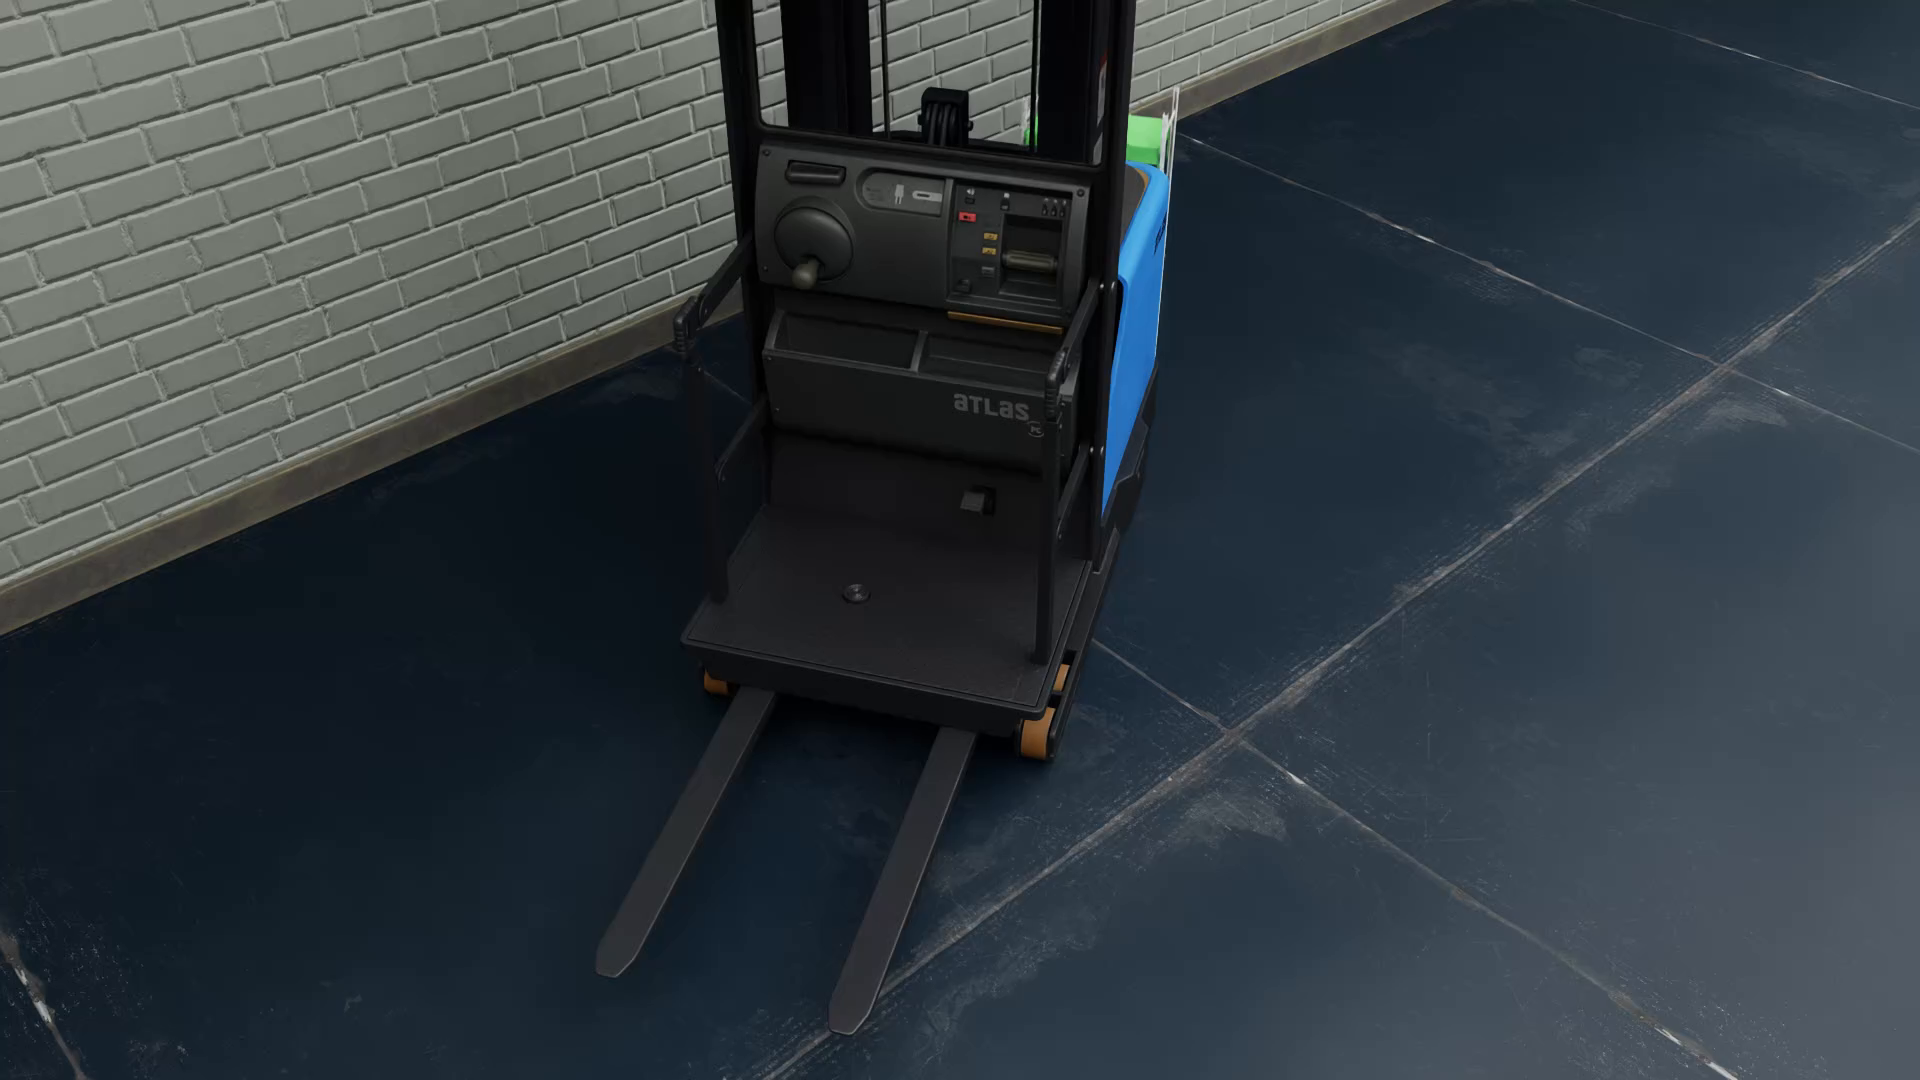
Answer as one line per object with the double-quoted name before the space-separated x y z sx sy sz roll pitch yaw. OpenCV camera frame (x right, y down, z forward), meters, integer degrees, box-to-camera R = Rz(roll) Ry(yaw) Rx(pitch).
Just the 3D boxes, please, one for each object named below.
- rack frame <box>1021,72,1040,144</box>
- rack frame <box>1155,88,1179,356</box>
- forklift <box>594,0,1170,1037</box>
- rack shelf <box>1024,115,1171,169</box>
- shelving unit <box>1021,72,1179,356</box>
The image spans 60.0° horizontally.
"rack frame" 0.252 -1.115 6.175 0.015 1.200 0.240 10 40 12
"rack frame" 0.722 -1.033 6.073 0.015 1.200 0.240 10 40 12
"forklift" -0.168 -0.764 4.363 1.130 2.935 3.031 10 40 12
"rack shelf" 0.488 -1.399 5.864 0.480 0.148 0.258 10 40 12
"shelving unit" 0.487 -1.074 6.124 0.503 1.200 0.258 10 40 12
